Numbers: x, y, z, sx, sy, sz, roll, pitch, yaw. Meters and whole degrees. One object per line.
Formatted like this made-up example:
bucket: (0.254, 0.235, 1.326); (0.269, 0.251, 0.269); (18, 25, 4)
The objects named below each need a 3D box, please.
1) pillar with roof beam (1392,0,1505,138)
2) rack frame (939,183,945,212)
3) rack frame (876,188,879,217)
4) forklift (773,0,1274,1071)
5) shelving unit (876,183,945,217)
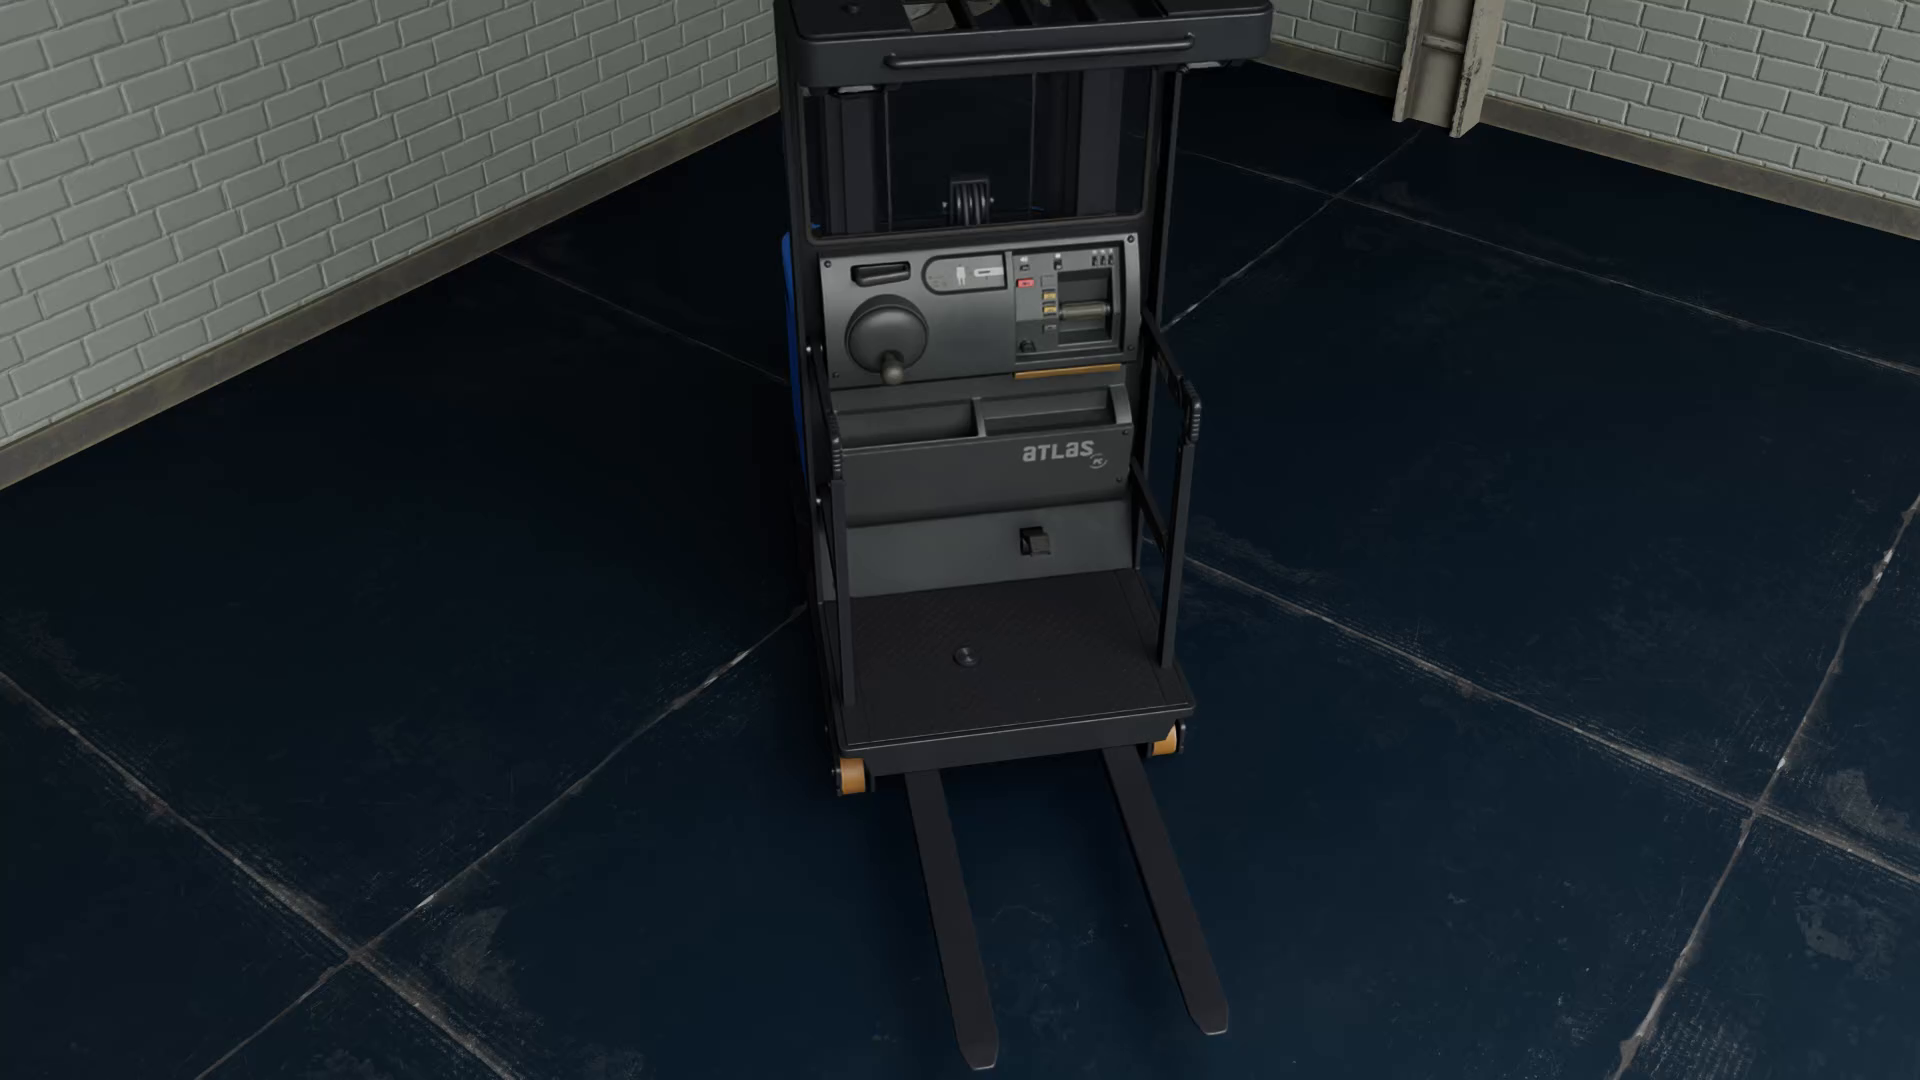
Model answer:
pillar with roof beam: (0.027, -3.767, 3.762); (0.400, 9.000, 9.100); (25, 45, 29)
rack frame: (-0.063, -0.867, 6.503); (0.008, 1.050, 0.200); (-3, 38, -3)
rack frame: (-0.306, -0.853, 6.488); (0.008, 1.050, 0.200); (-3, 38, -3)
forklift: (0.103, -0.599, 4.637); (1.130, 2.935, 3.031); (-6, 38, -8)
shelving unit: (-0.185, -0.860, 6.495); (0.252, 1.050, 0.215); (-3, 38, -3)
